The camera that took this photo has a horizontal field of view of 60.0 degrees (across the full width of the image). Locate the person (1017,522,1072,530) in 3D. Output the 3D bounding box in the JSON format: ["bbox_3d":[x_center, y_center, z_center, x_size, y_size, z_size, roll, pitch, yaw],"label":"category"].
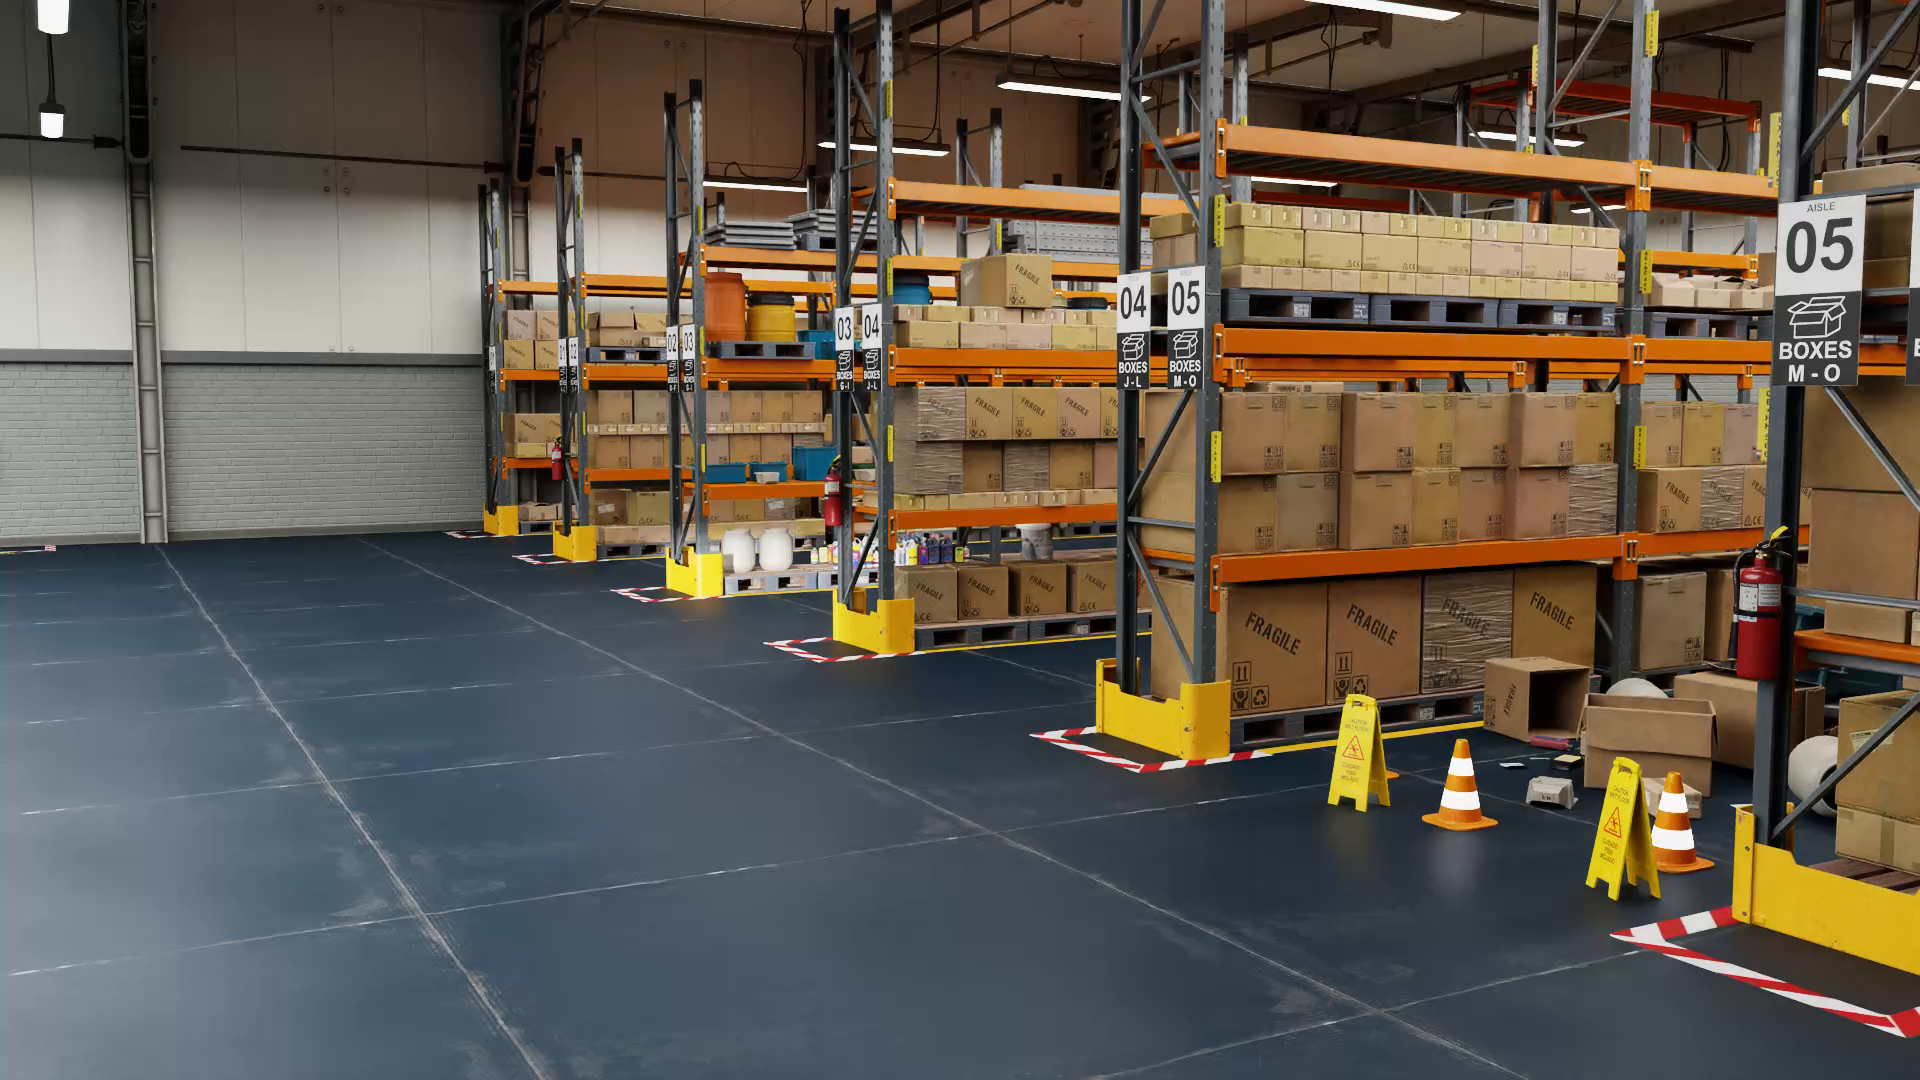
[{"bbox_3d":[0.914,-0.115,18.429,0.573,1.778,0.455,-3,6,-28],"label":"person"}]
